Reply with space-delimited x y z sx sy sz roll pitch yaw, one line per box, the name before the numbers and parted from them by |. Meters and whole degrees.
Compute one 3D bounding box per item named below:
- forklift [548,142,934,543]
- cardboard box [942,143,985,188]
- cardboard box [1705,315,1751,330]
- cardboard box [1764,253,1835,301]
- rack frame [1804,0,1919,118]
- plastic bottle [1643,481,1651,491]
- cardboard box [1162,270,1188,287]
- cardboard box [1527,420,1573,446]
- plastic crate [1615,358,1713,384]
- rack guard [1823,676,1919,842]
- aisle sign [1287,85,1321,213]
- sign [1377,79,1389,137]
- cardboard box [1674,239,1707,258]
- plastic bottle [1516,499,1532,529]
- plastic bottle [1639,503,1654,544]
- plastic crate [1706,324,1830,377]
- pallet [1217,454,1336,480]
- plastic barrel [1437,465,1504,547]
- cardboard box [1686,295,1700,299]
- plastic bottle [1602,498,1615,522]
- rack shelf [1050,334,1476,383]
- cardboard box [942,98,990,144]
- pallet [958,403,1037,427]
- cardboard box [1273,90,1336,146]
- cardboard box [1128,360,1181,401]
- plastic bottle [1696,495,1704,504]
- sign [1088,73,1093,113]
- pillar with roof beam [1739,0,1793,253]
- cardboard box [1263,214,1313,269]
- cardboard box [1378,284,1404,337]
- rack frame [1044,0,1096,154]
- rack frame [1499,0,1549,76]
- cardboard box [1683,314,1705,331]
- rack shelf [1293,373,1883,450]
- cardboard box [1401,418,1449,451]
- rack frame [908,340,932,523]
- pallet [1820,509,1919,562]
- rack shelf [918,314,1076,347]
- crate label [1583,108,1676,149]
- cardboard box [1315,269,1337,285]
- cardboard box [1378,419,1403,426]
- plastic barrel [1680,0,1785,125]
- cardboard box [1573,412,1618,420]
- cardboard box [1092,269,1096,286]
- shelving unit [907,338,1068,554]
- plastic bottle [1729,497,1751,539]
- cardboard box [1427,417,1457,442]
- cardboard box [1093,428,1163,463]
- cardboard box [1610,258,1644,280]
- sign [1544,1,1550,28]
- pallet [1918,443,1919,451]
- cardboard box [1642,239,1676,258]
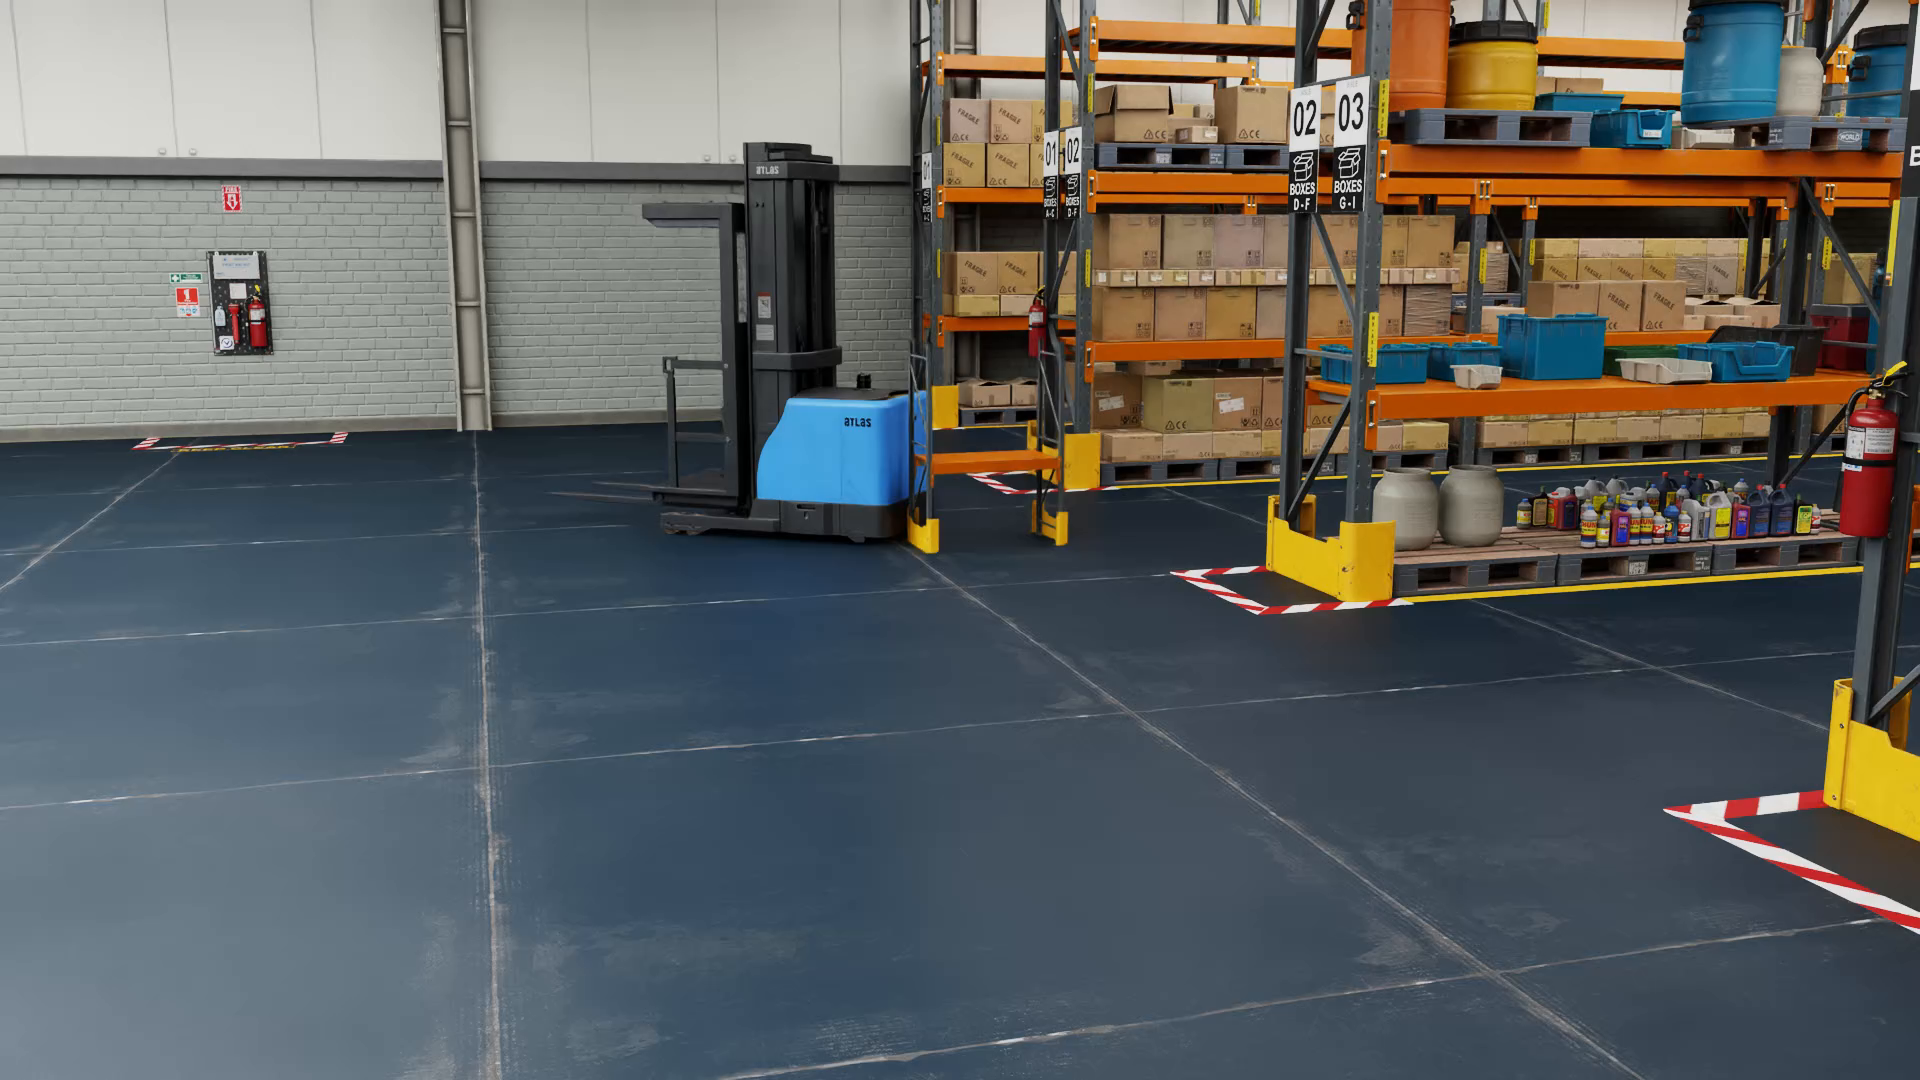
forklift | -1.777 -1.562 12.934 3.031 2.935 1.130 4 11 20
cardboard box | -0.013 -4.410 19.599 0.500 0.500 0.500 -3 11 -14
cardboard box | 7.879 -2.229 17.062 0.250 0.149 0.380 -3 11 -16
cardboard box | 11.643 -3.681 23.430 0.700 0.700 0.980 -3 11 -15
rack frame | 6.205 -4.333 11.227 0.127 3.000 1.000 -3 11 -16
plastic bottle | 4.963 -0.283 12.088 0.133 0.283 0.061 -3 11 -13
cardboard box | 1.913 -2.418 15.328 0.250 0.149 0.380 -3 11 -16
cardboard box | 5.772 -1.101 16.675 0.500 0.250 0.500 -3 11 -15
plastic crate | 4.717 -1.126 11.108 0.437 0.136 0.530 -3 11 -16
rack guard | 3.822 0.907 6.240 0.348 0.500 1.175 -3 11 -16
aisle sign | 2.213 -2.506 10.696 0.004 0.787 0.394 -3 11 -16
sign | 2.514 -2.564 9.877 0.005 0.325 0.100 -3 11 -16
cardboard box | 9.757 -3.965 22.577 0.500 0.250 0.500 -3 11 -15
plastic bottle | 4.006 -0.189 11.803 0.097 0.201 0.097 0 10 0
plastic bottle | 4.618 -0.114 11.203 0.097 0.271 0.097 0 10 0
plastic crate | 5.667 -1.347 11.752 0.504 0.338 0.767 -3 11 -16
pallet | 2.876 -0.777 16.183 1.213 0.211 1.003 -3 11 -16
plastic barrel | 3.457 -0.235 11.248 0.421 0.512 0.421 0 10 0
cardboard box | 9.885 -3.283 22.732 0.250 0.149 0.380 -3 11 -16
plastic bottle | 4.622 -0.194 11.831 0.097 0.201 0.097 0 10 0
rack shelf | 2.904 -1.788 15.963 4.000 0.370 1.077 -3 11 -16
cardboard box | 0.033 -4.905 19.529 0.500 0.500 0.500 -4 11 -20
pallet | 0.459 -1.569 20.488 1.213 0.211 1.003 -3 11 -16
cardboard box | 3.208 -3.983 15.783 0.637 0.503 0.797 -2 11 -10
cardboard box | 2.451 -2.032 20.988 0.500 0.500 0.500 -4 11 -20
plastic bottle | 5.120 -0.170 11.475 0.133 0.283 0.061 -3 11 -16
sign | 1.133 -3.888 14.465 0.005 0.325 0.100 -3 11 -16
pillar with roof beam | 12.751 -5.897 19.725 0.400 9.000 9.100 -3 11 -16
cardboard box | 2.955 -2.831 15.780 0.500 0.500 0.700 -3 11 -16
cardboard box | 3.896 -2.241 16.160 0.500 0.500 0.700 -3 11 -17
rack frame | 0.984 -4.991 14.805 0.127 3.000 1.000 -3 11 -16
rack frame | 7.277 -6.257 21.681 0.127 3.000 1.000 -3 11 -16
cardboard box | 7.456 -2.248 17.167 0.250 0.149 0.380 -2 11 -12
rack shelf | 4.285 -0.927 11.285 4.000 0.370 1.077 -3 11 -16
cardboard box | 4.440 -1.036 16.325 0.500 0.250 0.500 -3 11 -16
rack frame | -0.292 -0.690 12.152 0.032 1.500 0.500 -3 11 -17
pallet | 6.949 -0.057 12.275 1.213 0.211 1.003 -3 11 -16
rack shelf | 1.516 -2.649 20.640 4.000 0.370 1.077 -3 11 -16
crate label | 4.254 -2.619 10.615 0.408 0.251 0.502 -3 11 -16
cardboard box | 3.404 -2.497 15.756 0.250 0.149 0.380 -3 11 -14
cardboard box | 3.957 -1.382 16.131 0.500 0.500 0.500 -3 11 -16
plastic barrel | 5.220 -3.279 11.242 0.708 0.901 0.600 -3 11 -16
cardboard box | 6.270 -1.402 16.763 0.500 0.311 0.500 -3 11 -18
cardboard box | 1.297 -2.462 15.566 0.250 0.149 0.380 -3 11 -17
shelving unit | 0.201 -0.718 12.306 1.083 1.500 0.587 -3 11 -17
plastic bottle | 5.339 -0.155 11.390 0.133 0.283 0.061 -2 11 -12
cardboard box | 5.142 -1.169 17.047 0.500 0.250 0.500 -3 11 -16
cardboard box | 1.561 -0.884 15.497 0.500 0.250 0.500 -3 11 -16
cardboard box | 8.797 -3.542 22.349 0.500 0.500 0.500 -3 11 -16
sign | 7.438 -6.662 21.080 0.005 0.325 0.100 -3 11 -16
pallet | 10.562 -1.167 18.301 1.213 0.211 1.003 -3 11 -16
cardboard box | 9.268 -3.939 22.436 0.500 0.250 0.500 -3 11 -17
